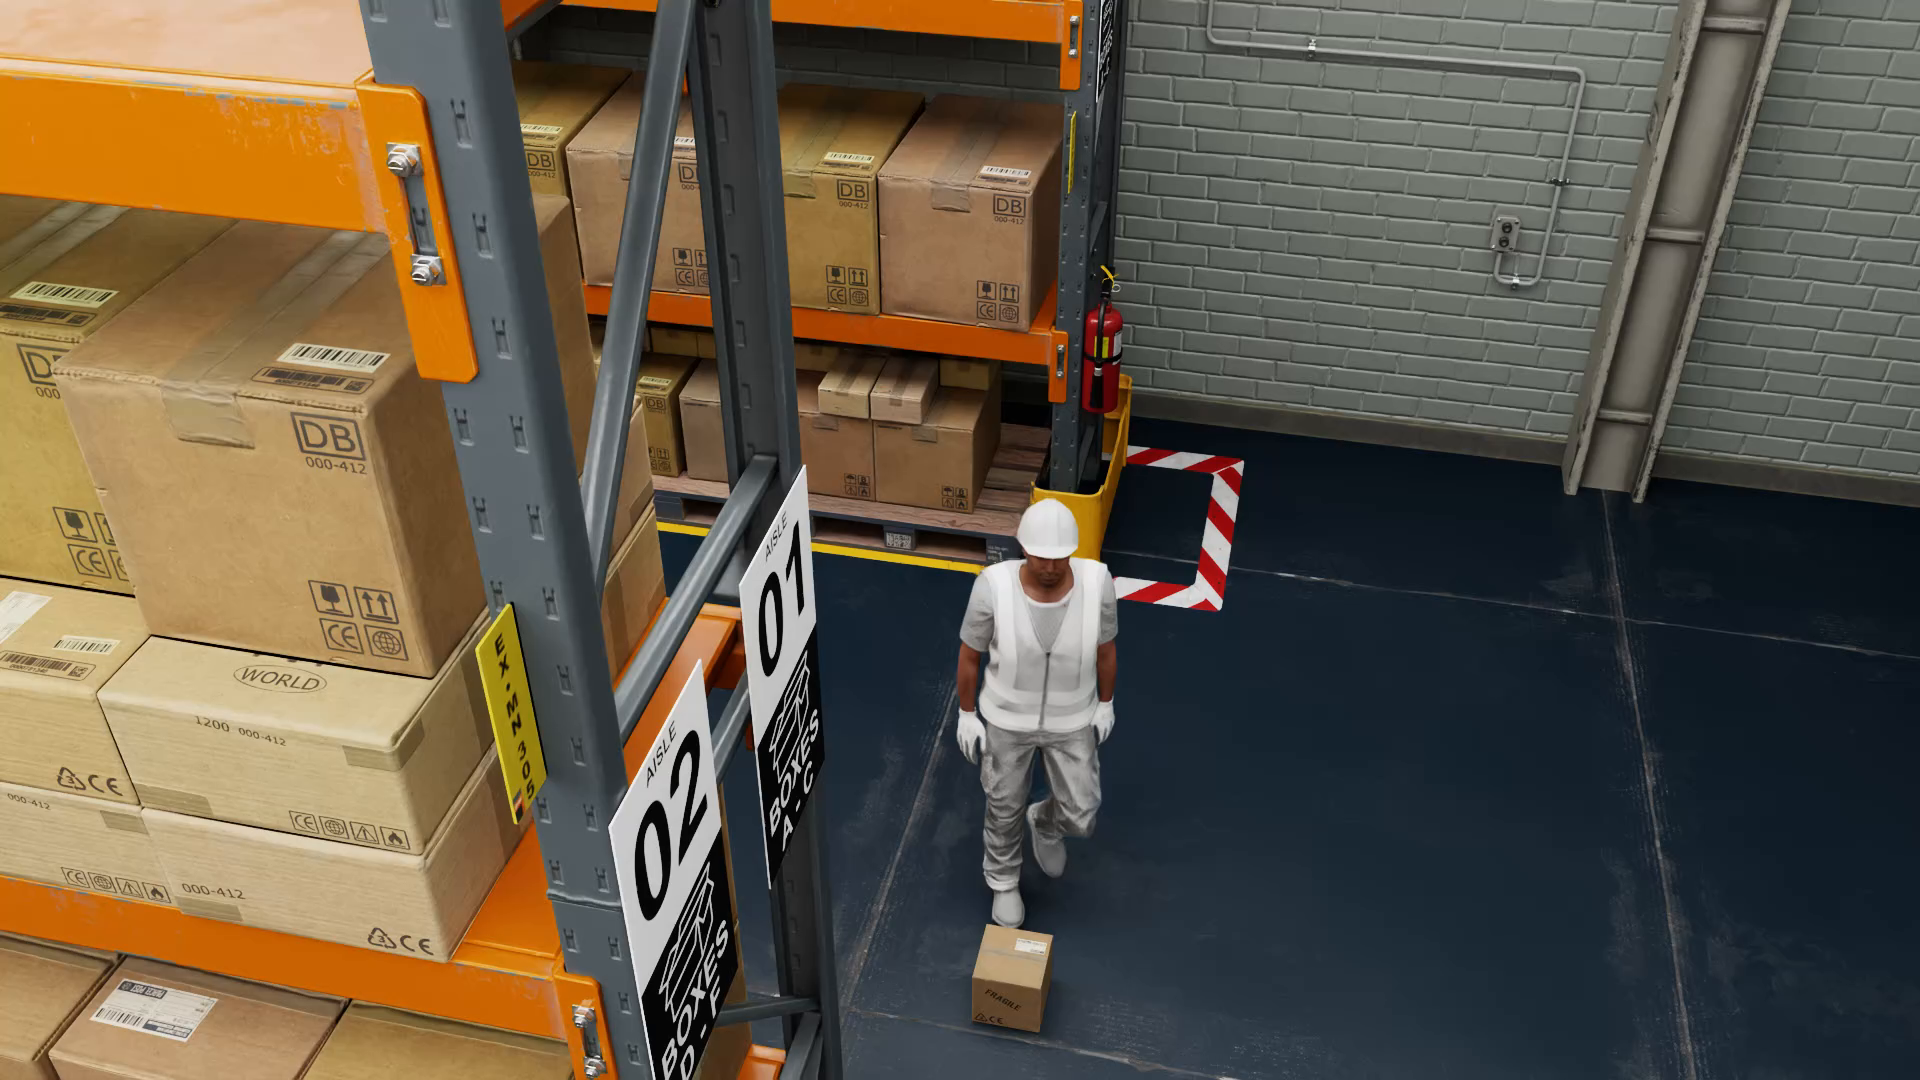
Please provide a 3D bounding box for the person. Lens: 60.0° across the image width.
[{"bbox_3d":[0.283,0.654,6.026,0.591,1.775,0.485,-2,36,-3],"label":"person"}]
